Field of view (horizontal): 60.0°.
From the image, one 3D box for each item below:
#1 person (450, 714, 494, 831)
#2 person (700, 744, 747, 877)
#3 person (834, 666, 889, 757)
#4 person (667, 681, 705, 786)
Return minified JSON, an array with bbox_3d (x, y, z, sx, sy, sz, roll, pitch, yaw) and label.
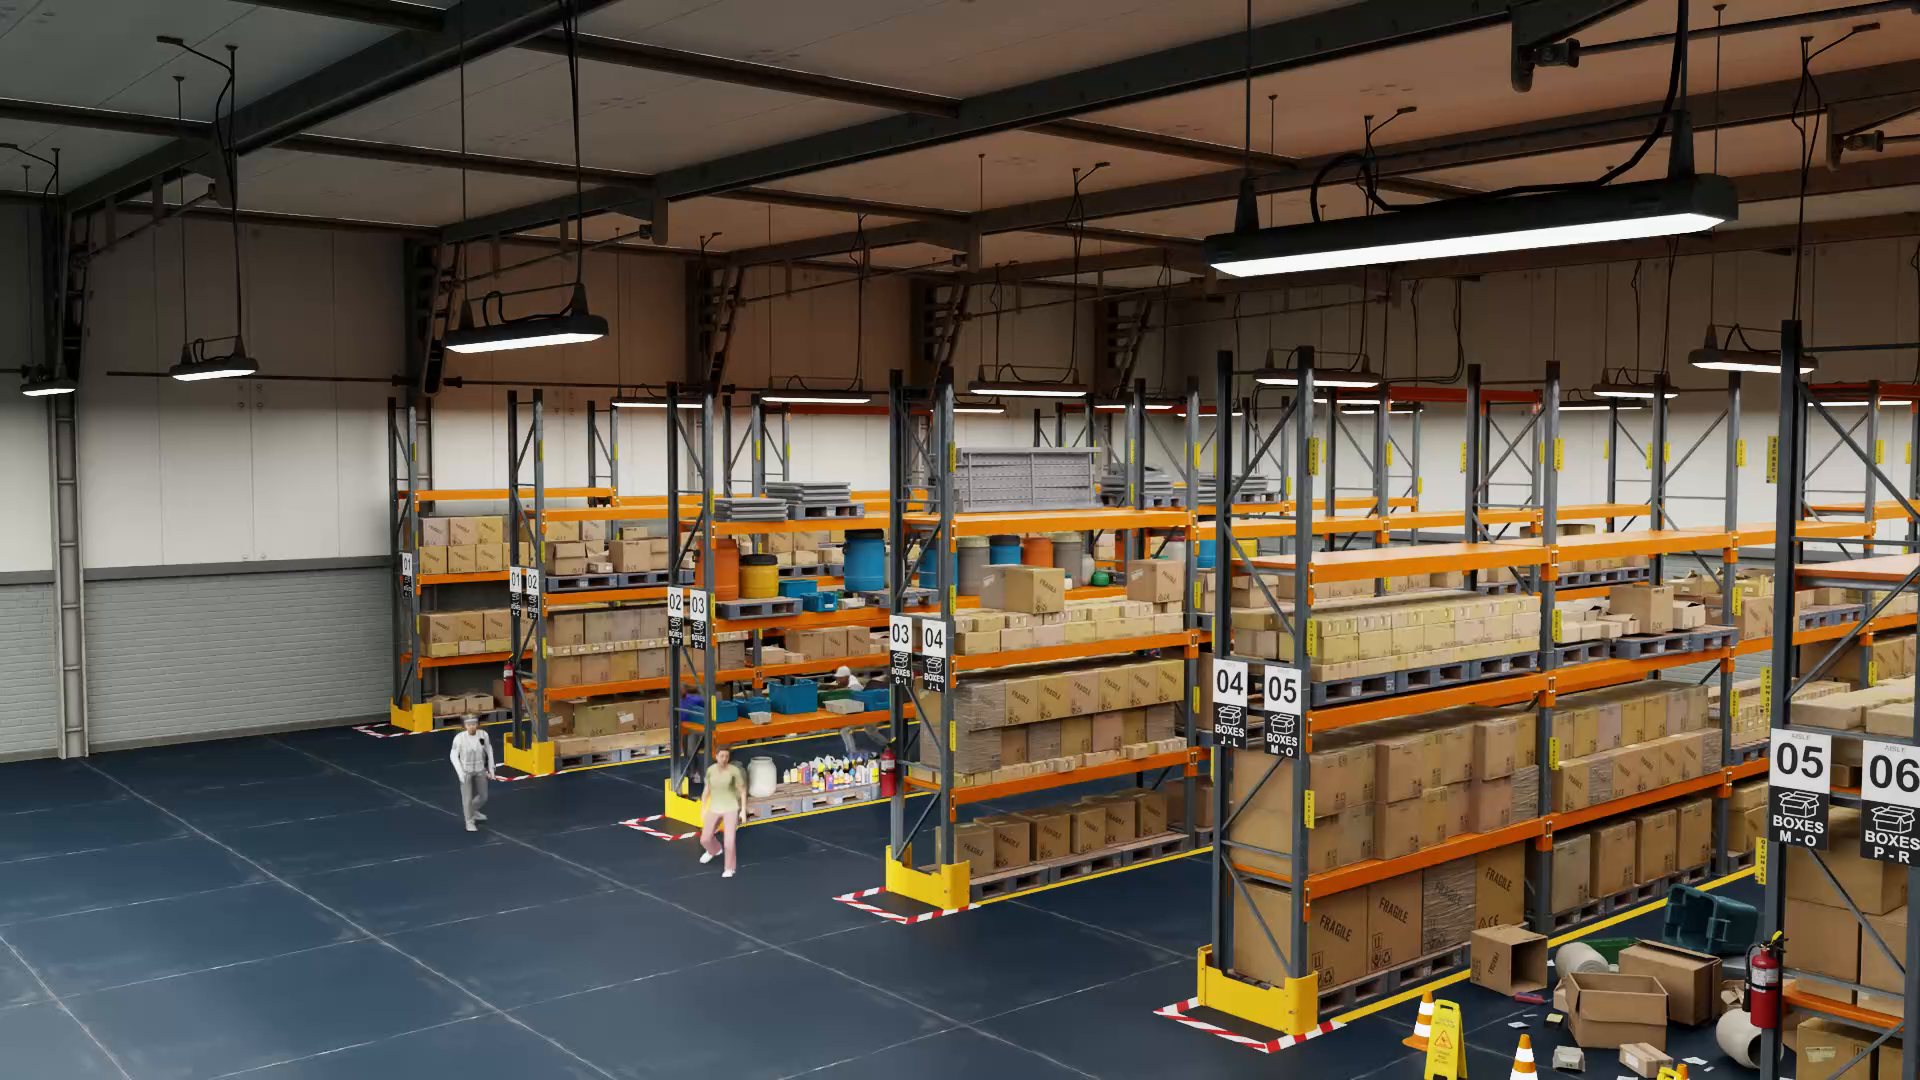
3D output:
[{"bbox_3d":[-6.529,3.067,22.162,0.579,1.606,0.718,-2,4,-31],"label":"person"},{"bbox_3d":[-2.834,3.199,19.921,0.714,1.598,0.630,1,3,10],"label":"person"},{"bbox_3d":[-1.533,2.785,26.593,1.097,1.602,0.713,-2,4,-27],"label":"person"},{"bbox_3d":[-4.106,2.908,25.174,0.576,1.597,0.937,1,3,13],"label":"person"}]
